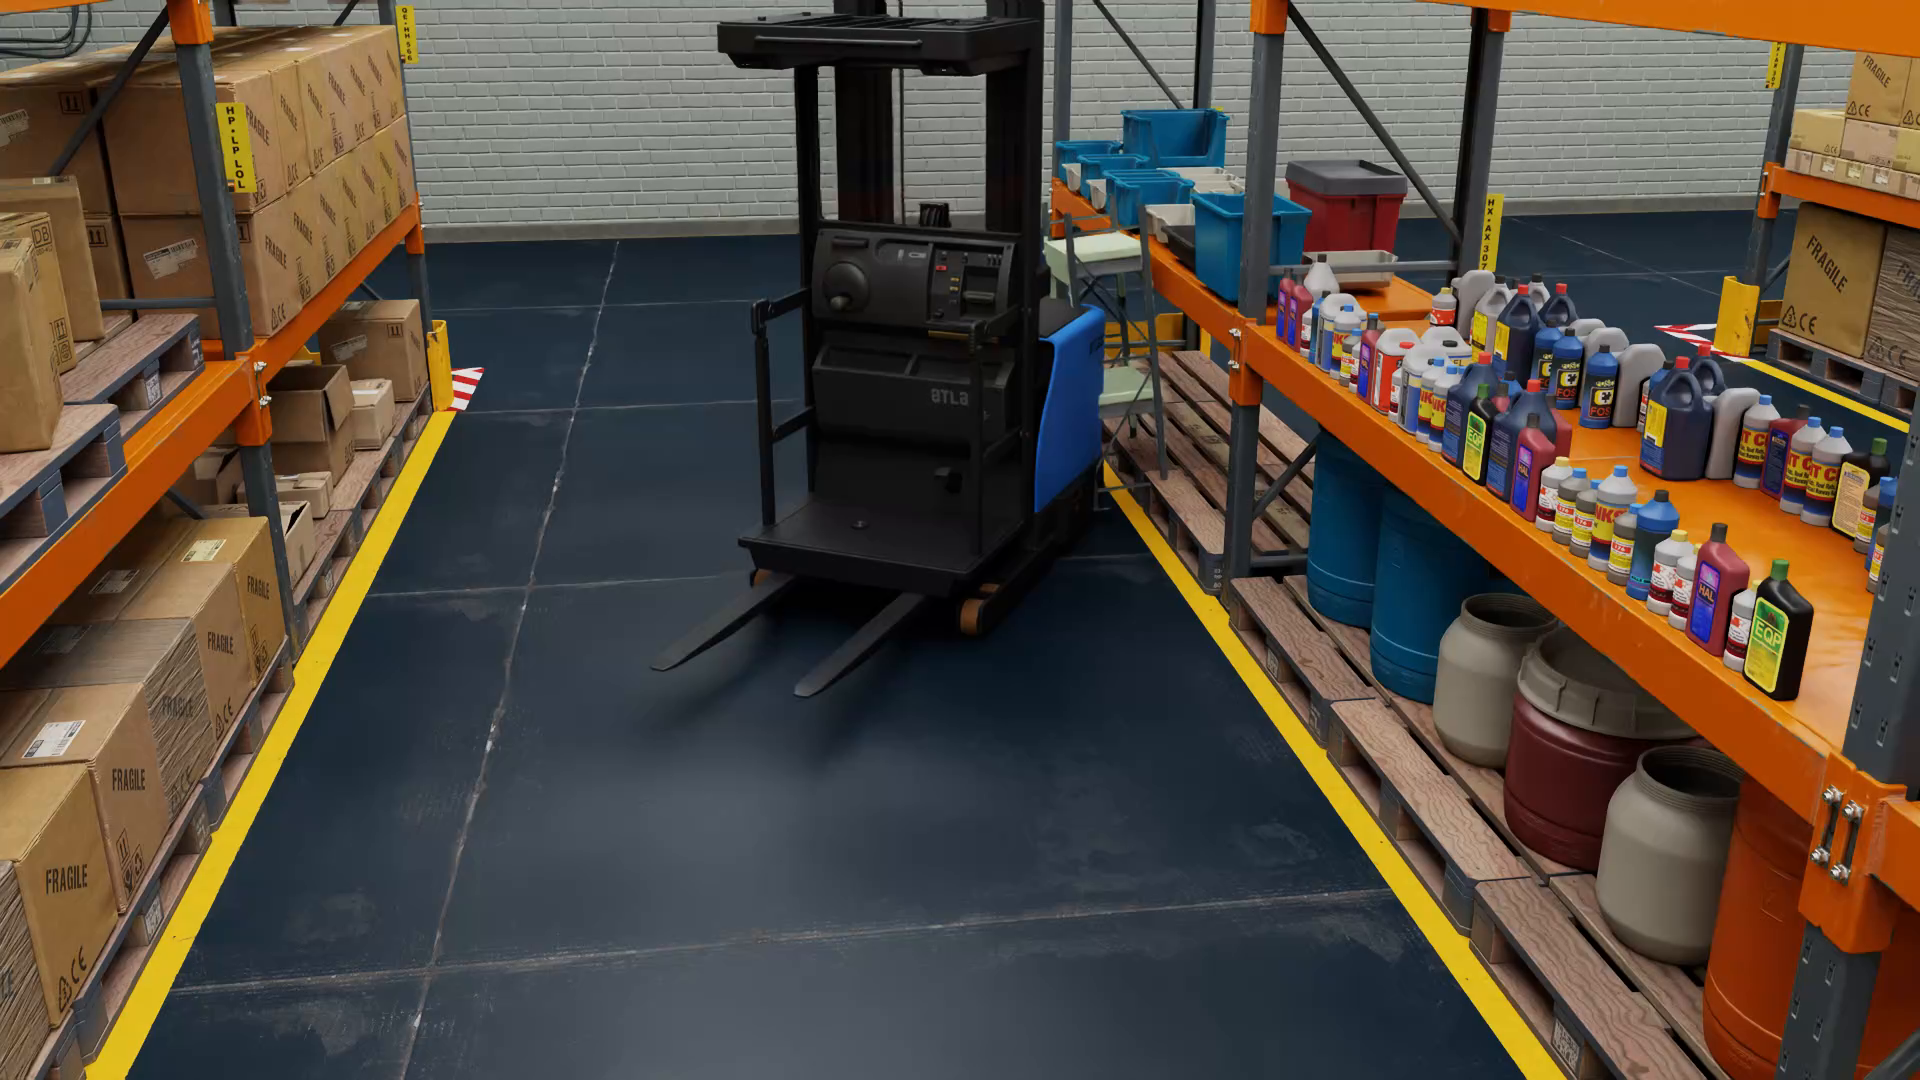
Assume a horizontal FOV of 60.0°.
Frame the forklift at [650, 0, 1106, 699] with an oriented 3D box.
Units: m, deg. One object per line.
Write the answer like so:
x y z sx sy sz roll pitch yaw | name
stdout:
-0.289 -1.126 7.043 1.130 2.935 3.031 8 22 21 | forklift

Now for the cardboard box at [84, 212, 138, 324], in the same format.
-3.557 -1.088 6.700 0.500 0.500 0.500 -3 21 -7 | cardboard box

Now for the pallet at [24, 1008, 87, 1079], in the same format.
-2.725 1.550 3.766 1.003 0.211 1.213 -3 21 -8 | pallet

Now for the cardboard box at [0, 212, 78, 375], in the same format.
-3.222 -0.715 5.099 0.700 0.500 0.500 0 20 1 | cardboard box

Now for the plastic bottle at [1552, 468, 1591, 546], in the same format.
1.651 -0.093 4.463 0.097 0.201 0.097 0 20 0 | plastic bottle

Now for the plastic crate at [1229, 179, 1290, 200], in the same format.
1.633 -1.640 8.405 0.437 0.282 0.530 -3 21 -8 | plastic crate

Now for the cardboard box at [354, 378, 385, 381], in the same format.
-3.516 -0.824 9.557 0.380 0.166 0.250 -3 21 -8 | cardboard box

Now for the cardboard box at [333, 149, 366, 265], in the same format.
-3.256 -1.645 8.190 0.500 0.500 0.500 -3 21 -9 | cardboard box

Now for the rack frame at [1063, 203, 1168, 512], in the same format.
0.785 -0.889 8.255 0.400 1.500 0.023 -8 16 -4 | rack frame

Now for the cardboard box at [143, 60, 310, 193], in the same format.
-3.095 -1.752 7.049 0.500 0.500 0.500 -4 21 -9 | cardboard box

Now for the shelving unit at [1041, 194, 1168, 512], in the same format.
0.746 -0.985 8.606 0.431 1.500 0.755 -8 16 -4 | shelving unit

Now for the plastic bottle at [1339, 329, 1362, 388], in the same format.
1.417 -0.655 5.968 0.097 0.201 0.097 0 20 0 | plastic bottle

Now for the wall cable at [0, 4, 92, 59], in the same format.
-9.171 -5.347 14.109 3.097 2.526 0.112 -3 21 -8 | wall cable

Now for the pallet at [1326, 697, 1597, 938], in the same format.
1.920 0.869 5.588 1.003 0.211 1.213 -3 21 -8 | pallet

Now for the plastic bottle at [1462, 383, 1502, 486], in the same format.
1.557 -0.315 4.938 0.061 0.283 0.133 -3 21 -8 | plastic bottle

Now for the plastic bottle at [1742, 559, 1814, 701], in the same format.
1.767 0.191 3.584 0.061 0.283 0.133 -3 21 -8 | plastic bottle

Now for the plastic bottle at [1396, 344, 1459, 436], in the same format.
1.528 -0.491 5.422 0.152 0.276 0.135 -3 21 -8 | plastic bottle

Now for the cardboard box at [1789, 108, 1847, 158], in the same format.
5.798 -2.654 10.824 0.500 0.250 0.500 -3 21 -9 | cardboard box

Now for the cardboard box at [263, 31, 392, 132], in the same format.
-3.398 -2.466 8.961 0.500 0.500 0.500 -2 21 -6 | cardboard box

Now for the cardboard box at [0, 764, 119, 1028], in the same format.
-2.586 0.942 4.352 0.500 0.500 0.500 -3 21 -8 | cardboard box

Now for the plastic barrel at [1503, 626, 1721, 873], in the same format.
1.998 0.629 5.093 0.600 0.588 0.708 -3 21 -8 | plastic barrel

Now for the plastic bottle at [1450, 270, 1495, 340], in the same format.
2.048 -0.952 6.654 0.152 0.276 0.135 -3 21 -8 | plastic bottle

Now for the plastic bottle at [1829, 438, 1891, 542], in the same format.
2.431 -0.145 4.484 0.061 0.283 0.133 -3 21 -8 | plastic bottle

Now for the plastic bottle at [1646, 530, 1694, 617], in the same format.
1.721 0.075 4.012 0.097 0.201 0.097 0 20 0 | plastic bottle

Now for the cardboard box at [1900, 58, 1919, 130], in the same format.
5.951 -2.653 9.750 0.500 0.500 0.500 -3 21 -9 | cardboard box

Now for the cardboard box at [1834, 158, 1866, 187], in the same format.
5.796 -2.330 10.526 0.380 0.149 0.250 -3 21 -9 | cardboard box

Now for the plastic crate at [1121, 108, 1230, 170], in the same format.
1.328 -2.453 10.360 0.616 0.435 0.499 -3 21 -8 | plastic crate

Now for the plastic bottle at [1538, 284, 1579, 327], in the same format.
2.154 -0.741 5.983 0.144 0.351 0.185 -3 21 -8 | plastic bottle

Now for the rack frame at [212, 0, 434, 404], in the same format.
-3.808 -2.266 9.997 1.000 3.000 0.127 -3 21 -8 | rack frame

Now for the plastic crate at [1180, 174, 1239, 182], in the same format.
1.419 -2.045 9.696 0.396 0.136 0.243 -3 21 -8 | plastic crate

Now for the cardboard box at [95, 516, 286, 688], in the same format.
-2.876 0.240 6.230 0.500 0.500 0.500 -3 21 -8 | cardboard box

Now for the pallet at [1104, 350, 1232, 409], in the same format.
1.175 -0.921 10.380 1.003 0.211 1.213 -3 21 -8 | pallet

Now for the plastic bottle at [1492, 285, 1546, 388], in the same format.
2.011 -0.734 5.964 0.144 0.351 0.185 -3 21 -8 | plastic bottle

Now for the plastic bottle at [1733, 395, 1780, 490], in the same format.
2.349 -0.292 4.895 0.097 0.271 0.097 0 20 0 | plastic bottle

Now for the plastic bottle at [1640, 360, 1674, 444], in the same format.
2.229 -0.433 5.273 0.097 0.271 0.097 0 20 0 | plastic bottle

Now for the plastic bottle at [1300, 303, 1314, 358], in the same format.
1.356 -0.803 6.363 0.097 0.201 0.097 0 20 0 | plastic bottle

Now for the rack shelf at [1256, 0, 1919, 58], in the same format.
1.959 -1.506 4.701 1.077 0.370 4.000 -3 21 -8 | rack shelf

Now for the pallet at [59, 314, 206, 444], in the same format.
-3.224 -0.509 5.567 1.003 0.211 1.213 -3 21 -8 | pallet

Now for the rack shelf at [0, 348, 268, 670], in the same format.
-2.943 0.148 4.560 1.077 0.370 4.000 -3 21 -8 | rack shelf

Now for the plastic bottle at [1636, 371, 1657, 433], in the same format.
2.270 -0.450 5.417 0.097 0.201 0.097 0 20 0 | plastic bottle

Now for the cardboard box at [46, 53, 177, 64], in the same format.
-3.709 -1.910 7.472 0.500 0.500 0.500 -3 21 -7 | cardboard box

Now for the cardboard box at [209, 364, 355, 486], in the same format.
-3.507 -0.568 8.389 0.797 0.503 0.637 -3 21 -8 | cardboard box

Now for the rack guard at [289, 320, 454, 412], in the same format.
-3.797 -1.069 10.364 1.175 0.500 0.348 -3 21 -8 | rack guard

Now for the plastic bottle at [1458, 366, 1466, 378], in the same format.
1.649 -0.469 5.469 0.097 0.201 0.097 0 20 0 | plastic bottle

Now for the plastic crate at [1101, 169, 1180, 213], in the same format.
0.994 -1.906 9.187 0.416 0.233 0.300 -3 21 -8 | plastic crate

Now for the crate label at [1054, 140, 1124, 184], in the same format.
0.804 -2.362 10.408 0.416 0.233 0.303 -3 21 -8 | crate label

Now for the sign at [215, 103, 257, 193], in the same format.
-2.682 -1.453 6.164 0.100 0.325 0.005 -3 21 -8 | sign

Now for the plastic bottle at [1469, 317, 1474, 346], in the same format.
1.980 -0.777 6.294 0.097 0.201 0.097 0 20 0 | plastic bottle

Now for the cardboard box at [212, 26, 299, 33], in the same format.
-4.005 -2.615 9.357 0.500 0.500 0.500 -2 21 -6 | cardboard box
